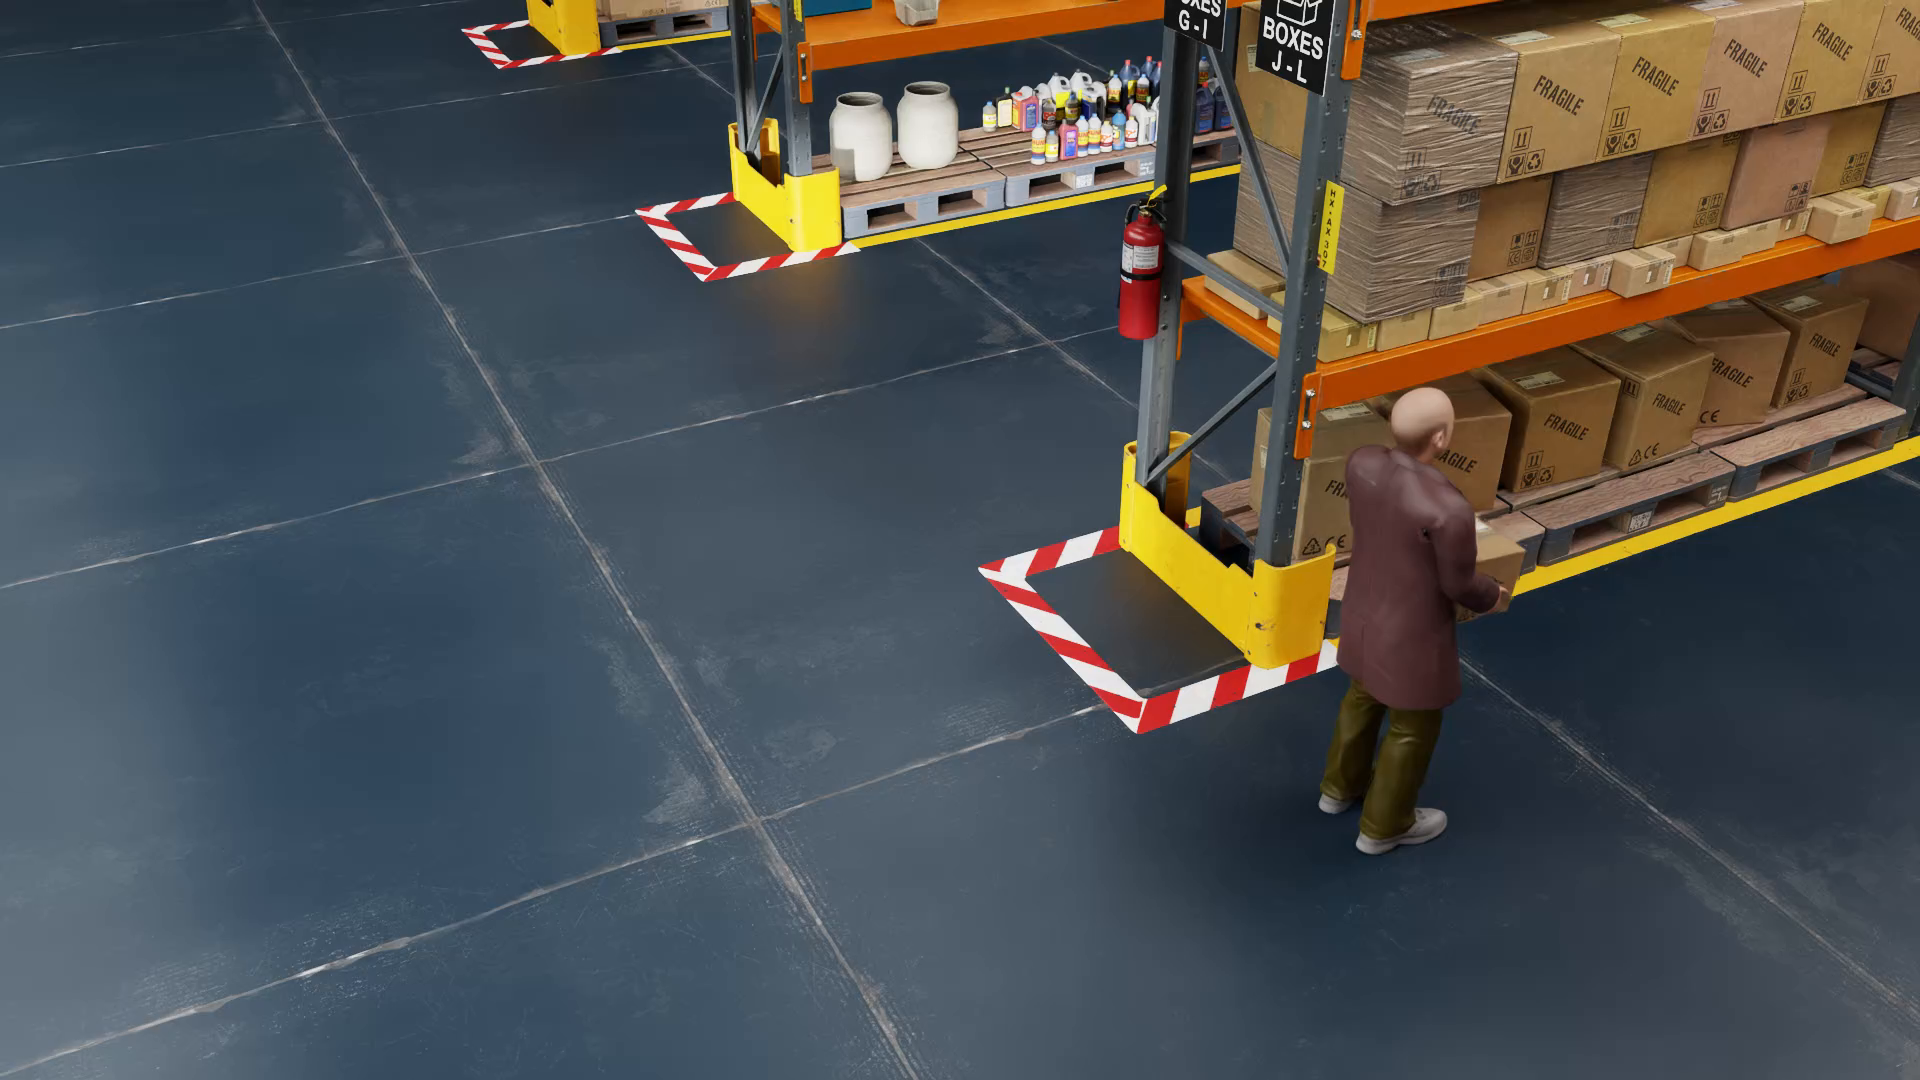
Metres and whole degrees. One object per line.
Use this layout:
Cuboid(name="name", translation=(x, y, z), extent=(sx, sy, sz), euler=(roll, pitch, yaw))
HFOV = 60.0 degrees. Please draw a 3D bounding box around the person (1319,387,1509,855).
Cuboid(name="person", translation=(1.588, 0.254, 5.749), extent=(0.527, 1.781, 0.554), euler=(-16, 36, -24))
